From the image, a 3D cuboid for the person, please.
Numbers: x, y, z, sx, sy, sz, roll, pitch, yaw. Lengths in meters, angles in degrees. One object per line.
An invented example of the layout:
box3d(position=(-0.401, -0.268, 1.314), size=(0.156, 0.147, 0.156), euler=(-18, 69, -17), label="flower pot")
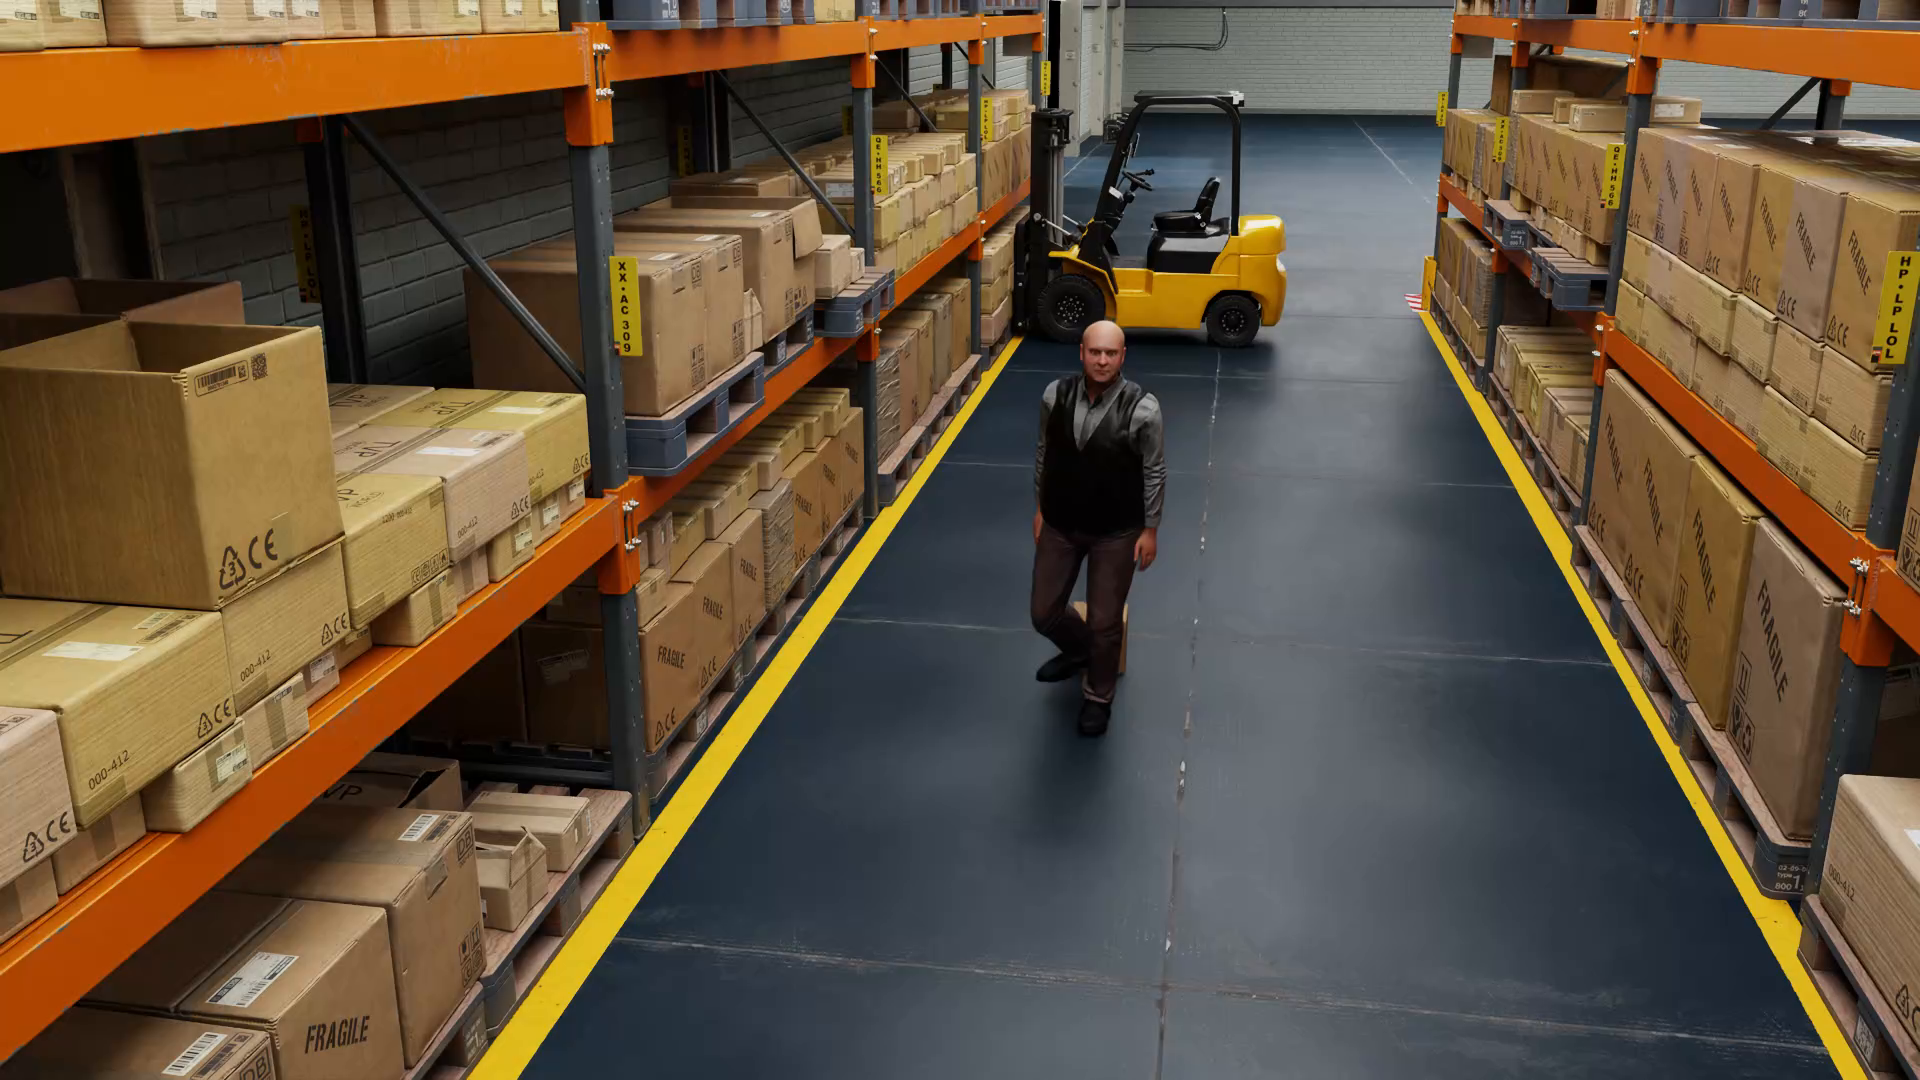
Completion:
box3d(position=(0.564, -0.069, 6.800), size=(0.588, 1.715, 0.524), euler=(8, 19, 24), label="person")
